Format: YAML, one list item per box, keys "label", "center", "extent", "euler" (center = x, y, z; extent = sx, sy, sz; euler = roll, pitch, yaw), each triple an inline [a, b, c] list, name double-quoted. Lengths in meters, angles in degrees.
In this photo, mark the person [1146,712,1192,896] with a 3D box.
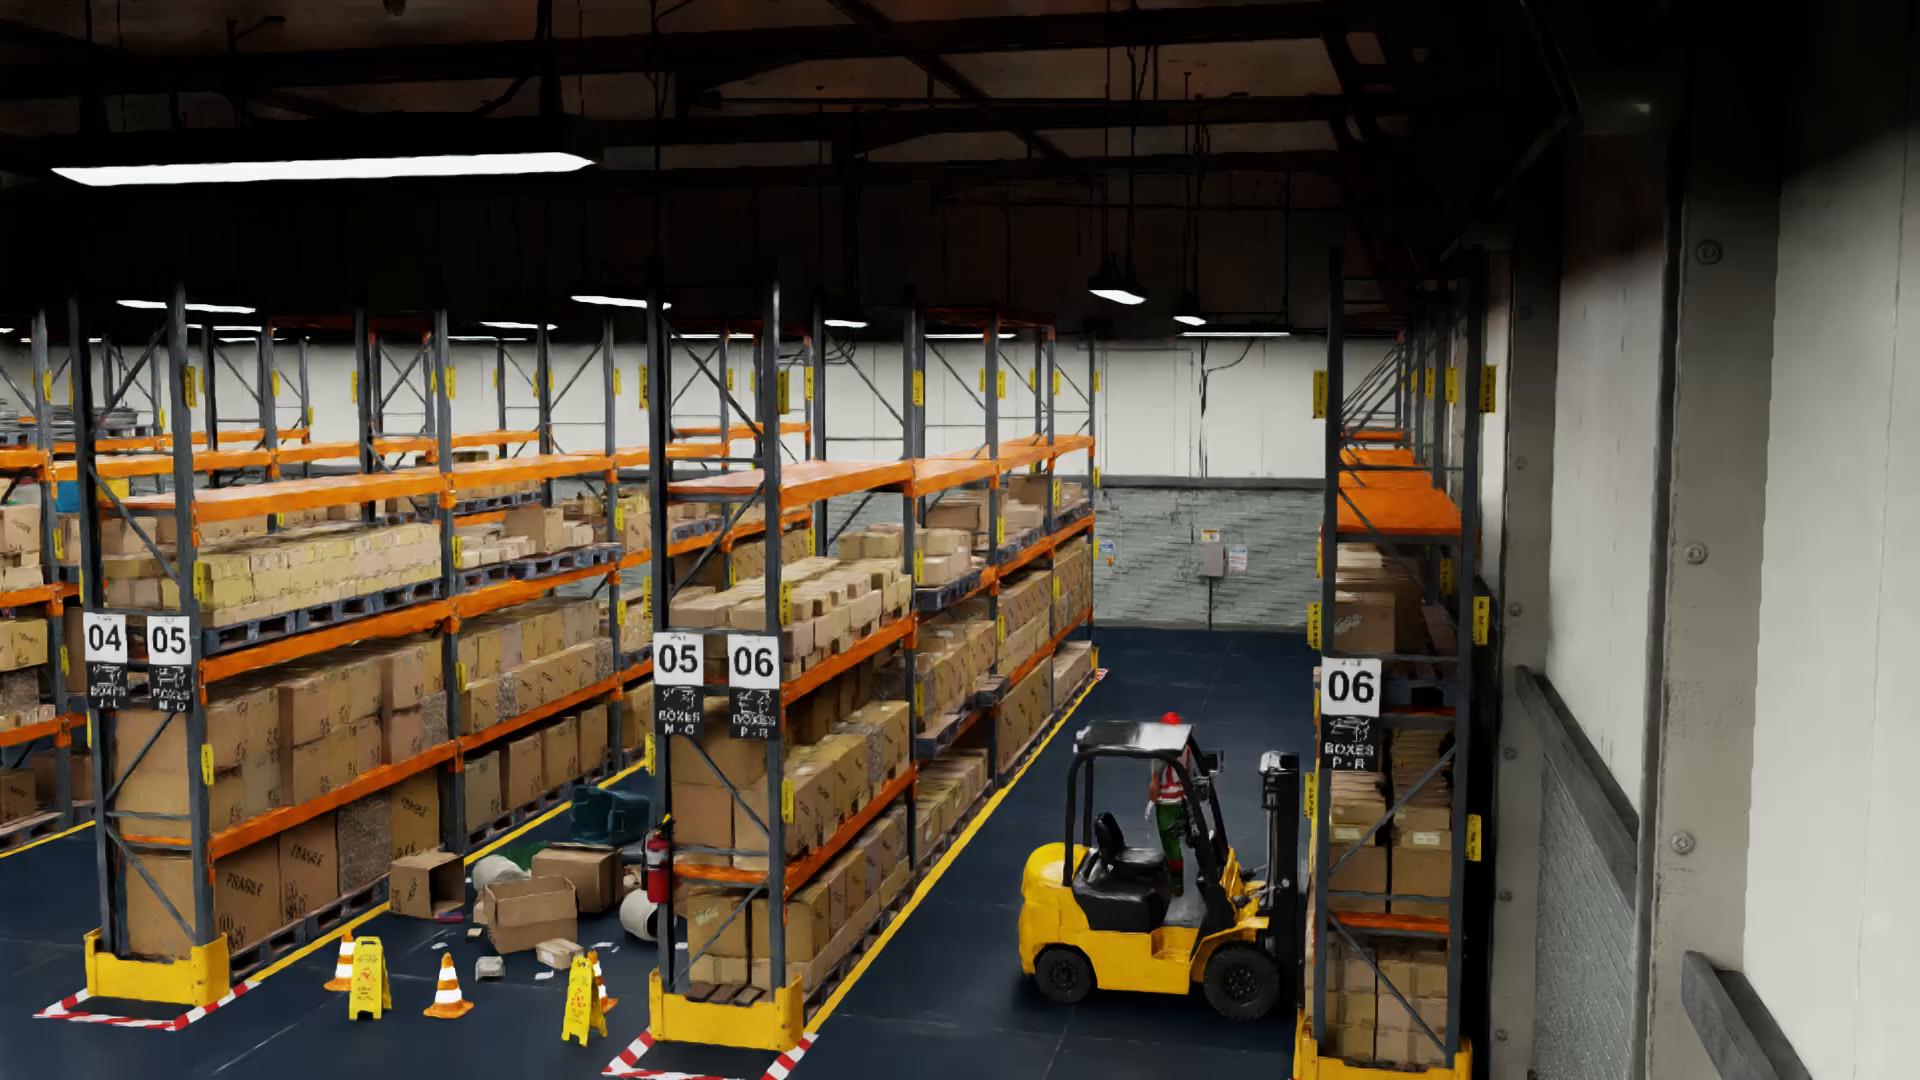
- label: "person"
  center: [2.063, 2.590, 16.558]
  extent: [0.571, 1.786, 0.648]
  euler: [5, 8, 40]
